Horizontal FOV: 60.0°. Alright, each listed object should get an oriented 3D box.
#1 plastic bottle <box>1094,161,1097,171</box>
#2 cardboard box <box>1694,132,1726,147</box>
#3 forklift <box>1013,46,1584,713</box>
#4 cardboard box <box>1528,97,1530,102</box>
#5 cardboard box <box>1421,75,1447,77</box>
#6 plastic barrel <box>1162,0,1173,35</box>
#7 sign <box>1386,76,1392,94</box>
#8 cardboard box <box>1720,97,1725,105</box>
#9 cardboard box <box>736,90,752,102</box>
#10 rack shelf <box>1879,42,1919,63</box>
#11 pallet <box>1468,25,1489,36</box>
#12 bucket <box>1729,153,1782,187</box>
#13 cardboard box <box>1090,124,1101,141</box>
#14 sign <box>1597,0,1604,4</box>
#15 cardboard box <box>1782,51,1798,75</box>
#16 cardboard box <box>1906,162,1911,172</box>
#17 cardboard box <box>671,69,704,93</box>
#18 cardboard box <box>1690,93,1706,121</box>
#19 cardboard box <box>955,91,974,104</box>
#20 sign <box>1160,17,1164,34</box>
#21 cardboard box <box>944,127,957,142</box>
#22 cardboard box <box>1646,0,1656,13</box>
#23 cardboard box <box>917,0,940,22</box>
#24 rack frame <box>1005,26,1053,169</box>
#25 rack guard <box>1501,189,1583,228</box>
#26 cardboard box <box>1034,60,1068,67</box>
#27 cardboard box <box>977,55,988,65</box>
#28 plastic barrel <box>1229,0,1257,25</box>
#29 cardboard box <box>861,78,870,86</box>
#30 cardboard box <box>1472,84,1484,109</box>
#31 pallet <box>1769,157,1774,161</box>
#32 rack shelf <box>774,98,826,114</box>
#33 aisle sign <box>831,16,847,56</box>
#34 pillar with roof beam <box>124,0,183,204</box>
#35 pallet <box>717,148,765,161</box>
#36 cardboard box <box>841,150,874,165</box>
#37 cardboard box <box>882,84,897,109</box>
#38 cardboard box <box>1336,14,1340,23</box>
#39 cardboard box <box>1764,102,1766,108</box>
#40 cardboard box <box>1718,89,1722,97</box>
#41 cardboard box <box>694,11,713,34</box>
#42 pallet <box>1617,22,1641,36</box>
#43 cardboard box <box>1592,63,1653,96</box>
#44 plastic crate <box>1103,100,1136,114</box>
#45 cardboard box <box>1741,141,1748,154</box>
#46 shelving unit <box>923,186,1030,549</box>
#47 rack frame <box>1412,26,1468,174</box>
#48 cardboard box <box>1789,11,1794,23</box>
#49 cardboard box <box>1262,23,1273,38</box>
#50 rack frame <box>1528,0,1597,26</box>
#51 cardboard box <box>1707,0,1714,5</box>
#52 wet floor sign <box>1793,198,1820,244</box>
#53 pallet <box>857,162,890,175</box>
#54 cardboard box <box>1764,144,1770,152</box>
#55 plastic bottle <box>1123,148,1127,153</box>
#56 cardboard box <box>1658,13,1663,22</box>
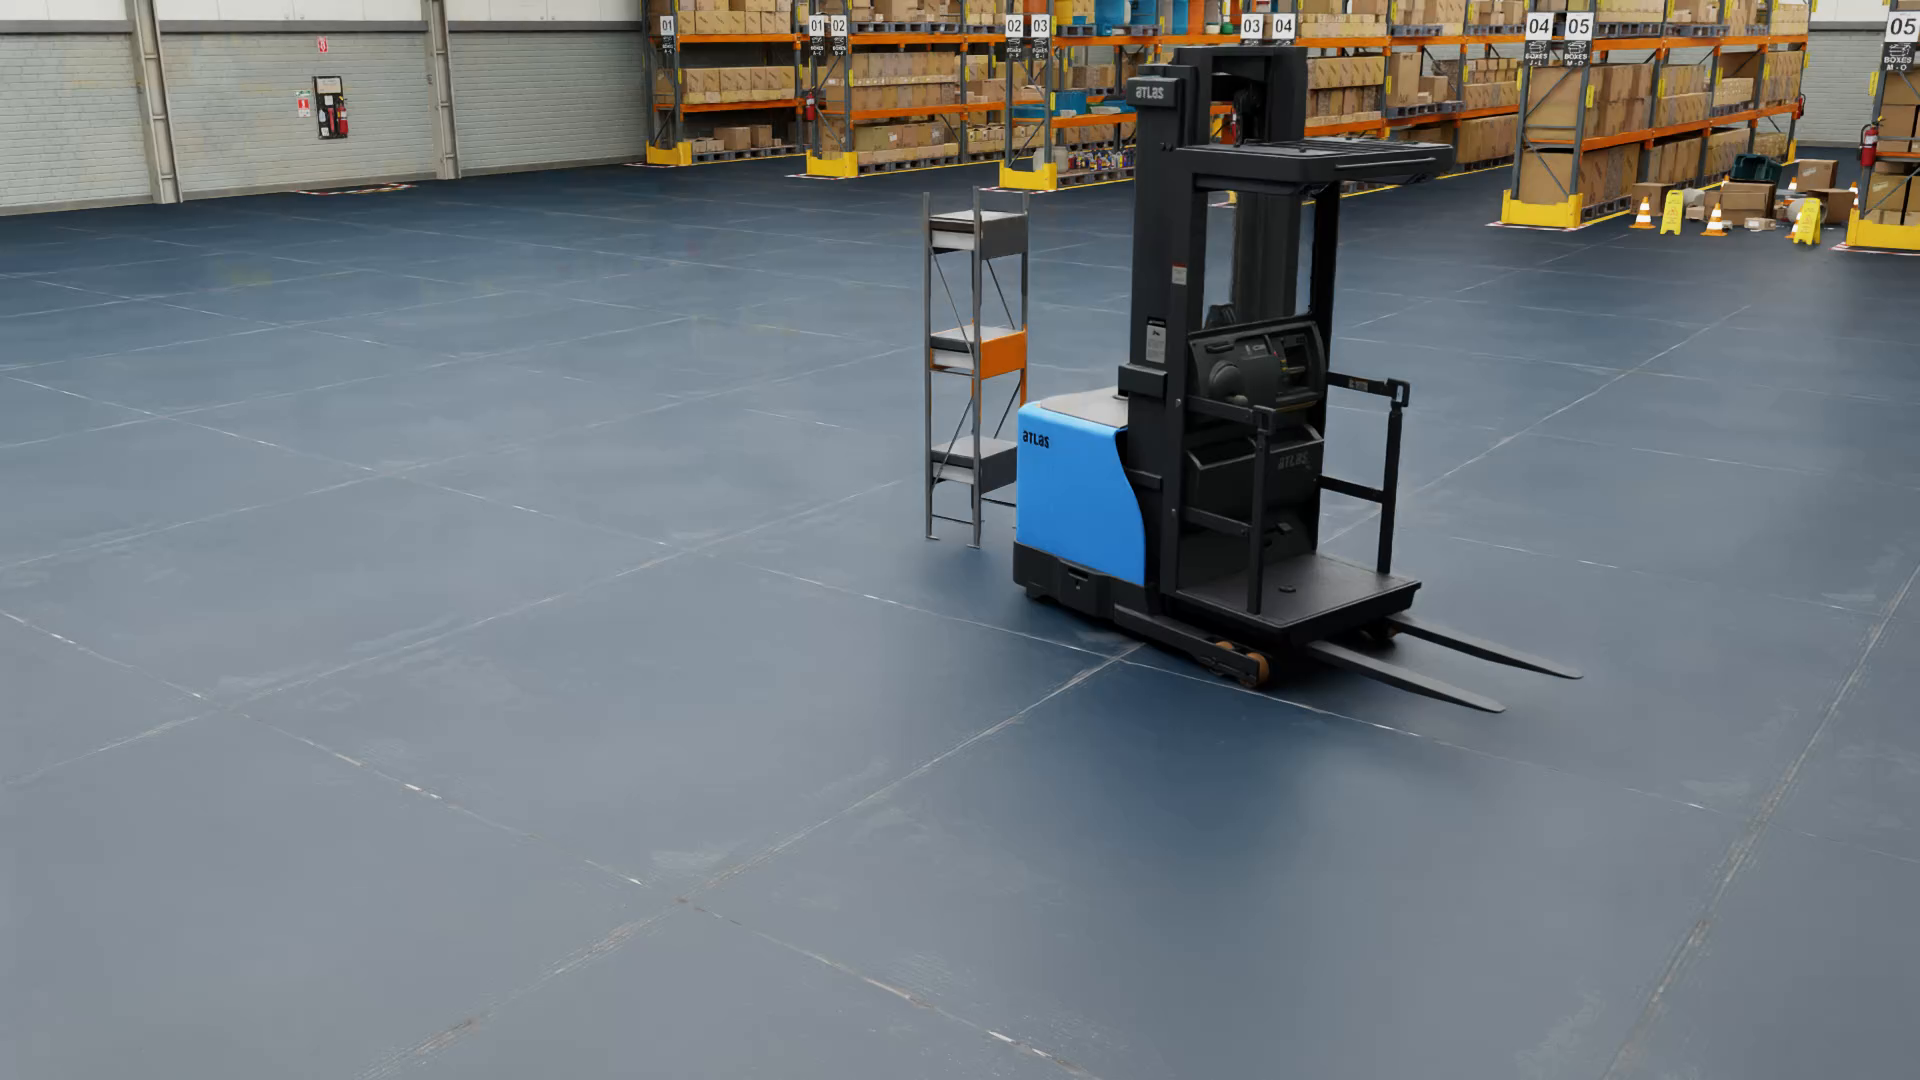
[{"bbox_3d":[2.698,-7.494,33.295,0.097,0.201,0.097,0,17,0],"label":"plastic bottle"},{"bbox_3d":[14.881,-7.956,33.047,0.500,0.250,0.500,12,21,34],"label":"cardboard box"},{"bbox_3d":[1.612,-0.860,8.071,1.130,2.935,3.031,-13,22,-37],"label":"forklift"},{"bbox_3d":[12.877,-10.094,38.113,0.380,0.149,0.250,12,21,35],"label":"cardboard box"},{"bbox_3d":[9.761,-9.362,34.456,0.500,0.500,0.500,10,20,28],"label":"cardboard box"},{"bbox_3d":[4.208,-11.159,35.216,0.600,0.901,0.600,0,17,0],"label":"plastic barrel"},{"bbox_3d":[8.107,-8.616,31.471,0.100,0.325,0.005,12,21,35],"label":"sign"},{"bbox_3d":[14.882,-8.693,32.894,0.380,0.149,0.250,14,22,37],"label":"cardboard box"},{"bbox_3d":[-5.195,-10.334,38.683,0.500,0.250,0.500,13,21,35],"label":"cardboard box"},{"bbox_3d":[14.434,-7.158,24.391,1.077,0.370,4.000,12,21,35],"label":"rack shelf"},{"bbox_3d":[10.391,-10.754,35.077,1.213,0.211,1.003,14,22,37],"label":"pallet"},{"bbox_3d":[13.361,-6.119,27.846,0.620,0.611,0.726,0,14,-35],"label":"bucket"},{"bbox_3d":[3.208,-10.319,41.888,0.500,0.500,0.500,12,21,34],"label":"cardboard box"},{"bbox_3d":[9.649,-8.231,25.028,0.100,0.325,0.005,12,21,35],"label":"sign"},{"bbox_3d":[18.365,-10.648,37.117,0.500,0.500,0.500,12,21,33],"label":"cardboard box"},{"bbox_3d":[13.828,-5.543,24.607,0.380,0.149,0.250,13,21,36],"label":"cardboard box"},{"bbox_3d":[-6.125,-10.326,37.393,0.500,0.500,0.500,12,21,35],"label":"cardboard box"},{"bbox_3d":[13.623,-8.123,31.175,0.500,0.500,0.500,12,21,35],"label":"cardboard box"},{"bbox_3d":[-0.028,-10.101,37.967,0.500,0.250,0.500,14,22,38],"label":"cardboard box"},{"bbox_3d":[4.125,-10.509,33.953,0.100,0.325,0.005,12,21,35],"label":"sign"},{"bbox_3d":[-0.275,-9.350,38.278,0.500,0.311,0.500,12,21,35],"label":"cardboard box"},{"bbox_3d":[11.202,-8.864,27.547,0.500,0.250,0.500,12,21,34],"label":"cardboard box"},{"bbox_3d":[-0.798,-11.722,36.763,0.500,0.500,0.500,15,22,39],"label":"cardboard box"},{"bbox_3d":[1.306,-8.219,31.652,1.000,3.000,0.127,12,21,35],"label":"rack frame"},{"bbox_3d":[9.193,-5.244,26.286,1.175,0.500,0.348,12,21,35],"label":"rack guard"},{"bbox_3d":[2.587,-13.800,49.120,0.980,0.700,0.700,14,22,37],"label":"cardboard box"},{"bbox_3d":[0.427,-13.229,45.817,0.500,0.250,0.500,13,22,36],"label":"cardboard box"},{"bbox_3d":[6.413,-12.097,37.651,0.600,0.830,0.708,12,21,35],"label":"plastic barrel"},{"bbox_3d":[-2.108,-9.571,34.745,0.380,0.149,0.250,12,21,33],"label":"cardboard box"},{"bbox_3d":[10.864,-9.488,35.570,0.500,0.500,0.500,12,21,33],"label":"cardboard box"},{"bbox_3d":[17.455,-8.428,37.026,1.003,0.211,1.213,12,21,35],"label":"pallet"},{"bbox_3d":[-3.075,-11.055,41.998,1.077,0.370,4.000,12,21,35],"label":"rack shelf"},{"bbox_3d":[-2.463,-10.267,33.864,0.394,0.787,0.004,12,21,35],"label":"aisle sign"},{"bbox_3d":[-10.621,-9.535,25.776,9.100,9.000,0.400,12,21,35],"label":"pillar with roof beam"},{"bbox_3d":[-5.365,-9.133,39.296,1.003,0.211,1.213,12,21,35],"label":"pallet"},{"bbox_3d":[-2.172,-8.071,35.104,0.500,0.250,0.500,12,21,35],"label":"cardboard box"},{"bbox_3d":[-1.772,-9.495,35.593,0.700,0.500,0.500,13,21,35],"label":"cardboard box"},{"bbox_3d":[6.547,-9.291,29.628,0.380,0.149,0.250,12,21,34],"label":"cardboard box"},{"bbox_3d":[17.166,-9.402,35.886,0.380,0.149,0.250,11,21,32],"label":"cardboard box"},{"bbox_3d":[14.739,-8.780,32.673,0.380,0.149,0.250,12,21,33],"label":"cardboard box"},{"bbox_3d":[-5.902,-11.616,37.333,0.500,0.500,0.500,14,22,38],"label":"cardboard box"},{"bbox_3d":[10.367,-8.304,27.017,1.003,0.211,1.213,12,21,35],"label":"pallet"},{"bbox_3d":[11.343,-7.901,28.556,0.875,0.550,0.550,12,21,35],"label":"cardboard box"},{"bbox_3d":[3.248,-8.789,33.739,0.499,0.251,0.616,12,21,35],"label":"plastic crate"},{"bbox_3d":[16.118,-8.087,34.735,0.500,0.500,0.500,12,21,34],"label":"cardboard box"},{"bbox_3d":[0.099,-1.042,10.059,0.431,2.100,0.503,12,21,35],"label":"shelving unit"},{"bbox_3d":[10.050,-9.249,34.970,1.000,3.000,0.127,12,21,35],"label":"rack frame"},{"bbox_3d":[17.749,-11.337,36.046,0.500,0.250,0.500,11,21,32],"label":"cardboard box"},{"bbox_3d":[5.367,-8.864,28.926,0.500,0.250,0.500,13,21,36],"label":"cardboard box"},{"bbox_3d":[9.207,-9.308,25.044,1.000,3.000,0.127,12,21,35],"label":"rack frame"},{"bbox_3d":[14.756,-10.647,32.953,0.396,0.266,0.258,12,21,35],"label":"cardboard box"},{"bbox_3d":[12.270,-4.612,24.007,0.232,0.644,0.267,-11,20,-32],"label":"wet floor sign"},{"bbox_3d":[-2.248,-7.953,35.498,1.003,0.211,1.213,12,21,35],"label":"pallet"},{"bbox_3d":[17.572,-8.627,36.563,0.380,0.149,0.250,12,21,34],"label":"cardboard box"},{"bbox_3d":[3.421,-7.938,34.472,0.144,0.351,0.185,12,21,35],"label":"plastic bottle"},{"bbox_3d":[11.630,-8.813,28.056,0.380,0.149,0.250,12,21,34],"label":"cardboard box"}]
